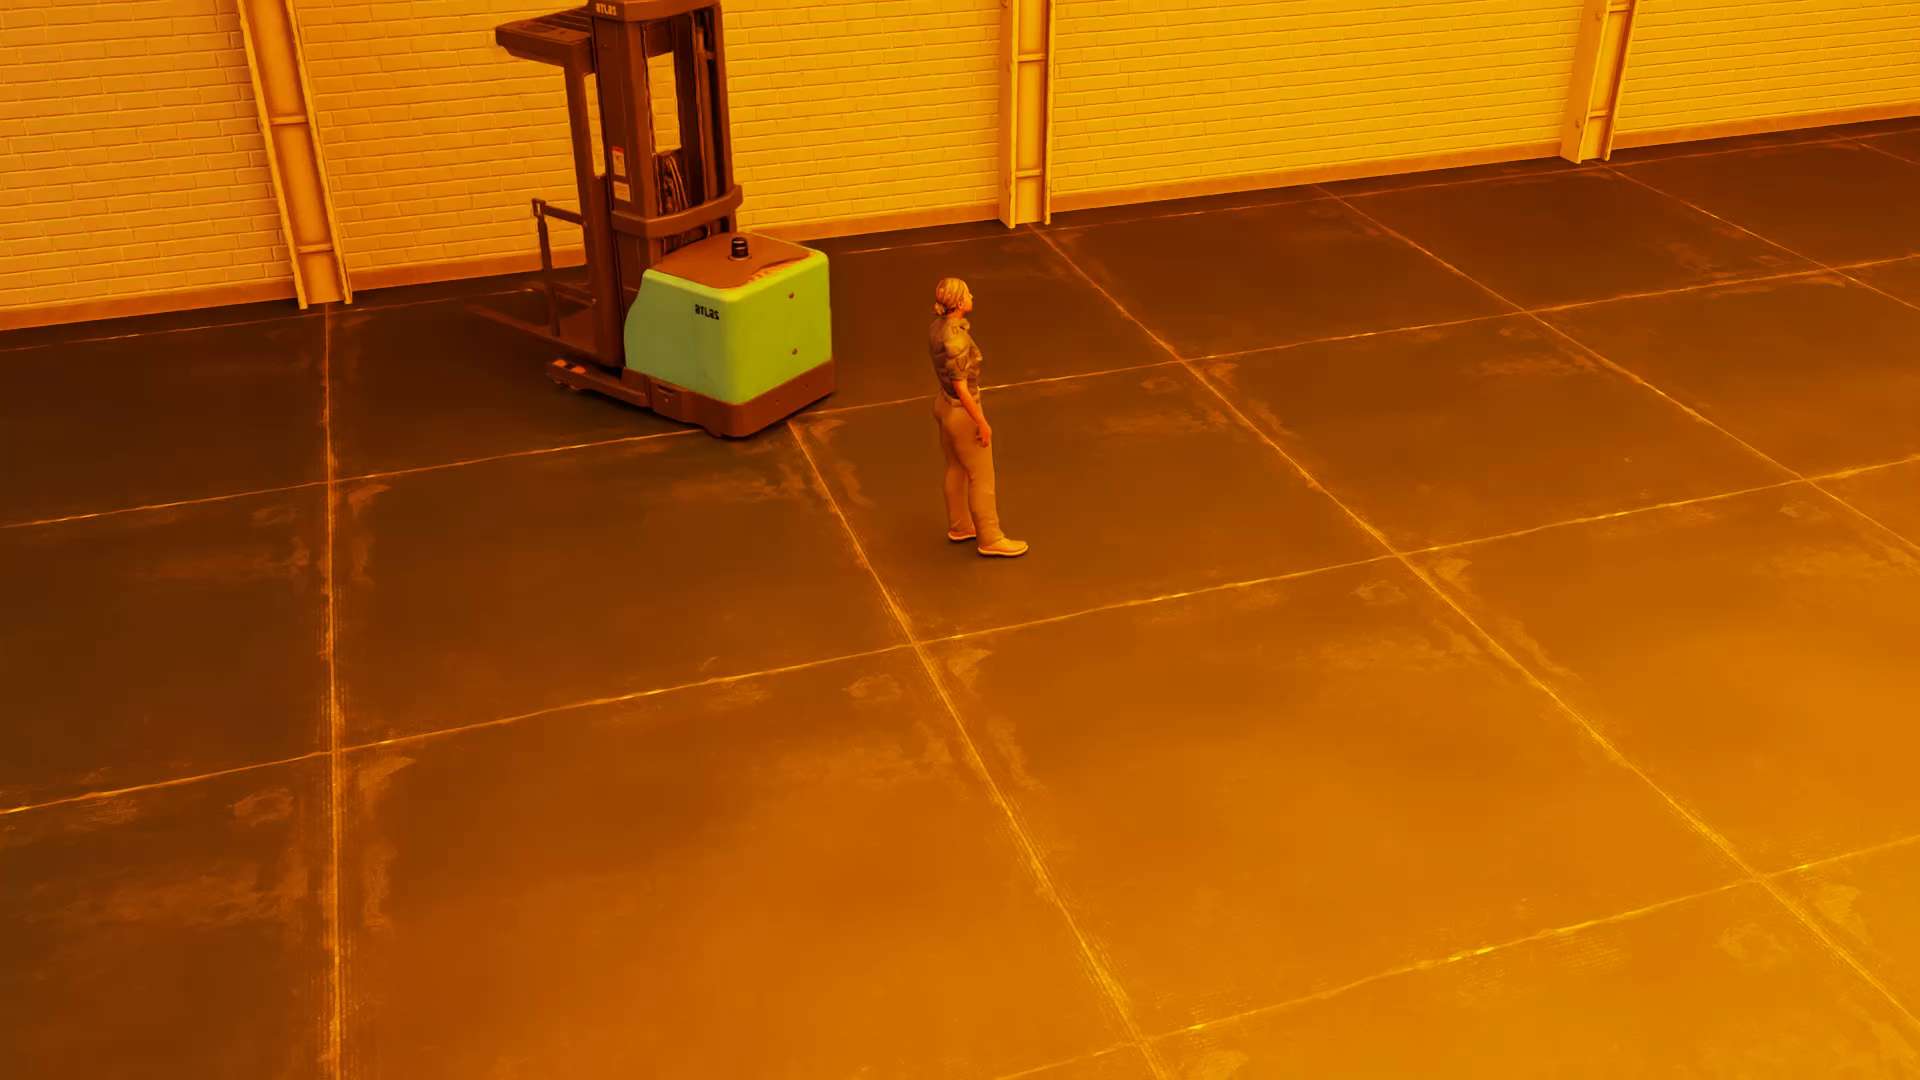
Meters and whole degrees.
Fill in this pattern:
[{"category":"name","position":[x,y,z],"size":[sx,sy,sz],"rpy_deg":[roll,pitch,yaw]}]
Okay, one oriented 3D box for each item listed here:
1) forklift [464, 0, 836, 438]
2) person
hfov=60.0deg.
[{"category":"forklift","position":[-2.362,-2.530,11.485],"size":[3.031,2.935,1.130],"rpy_deg":[20,36,31]},{"category":"person","position":[0.089,-0.728,9.617],"size":[0.504,1.654,0.569],"rpy_deg":[-10,31,-16]}]
